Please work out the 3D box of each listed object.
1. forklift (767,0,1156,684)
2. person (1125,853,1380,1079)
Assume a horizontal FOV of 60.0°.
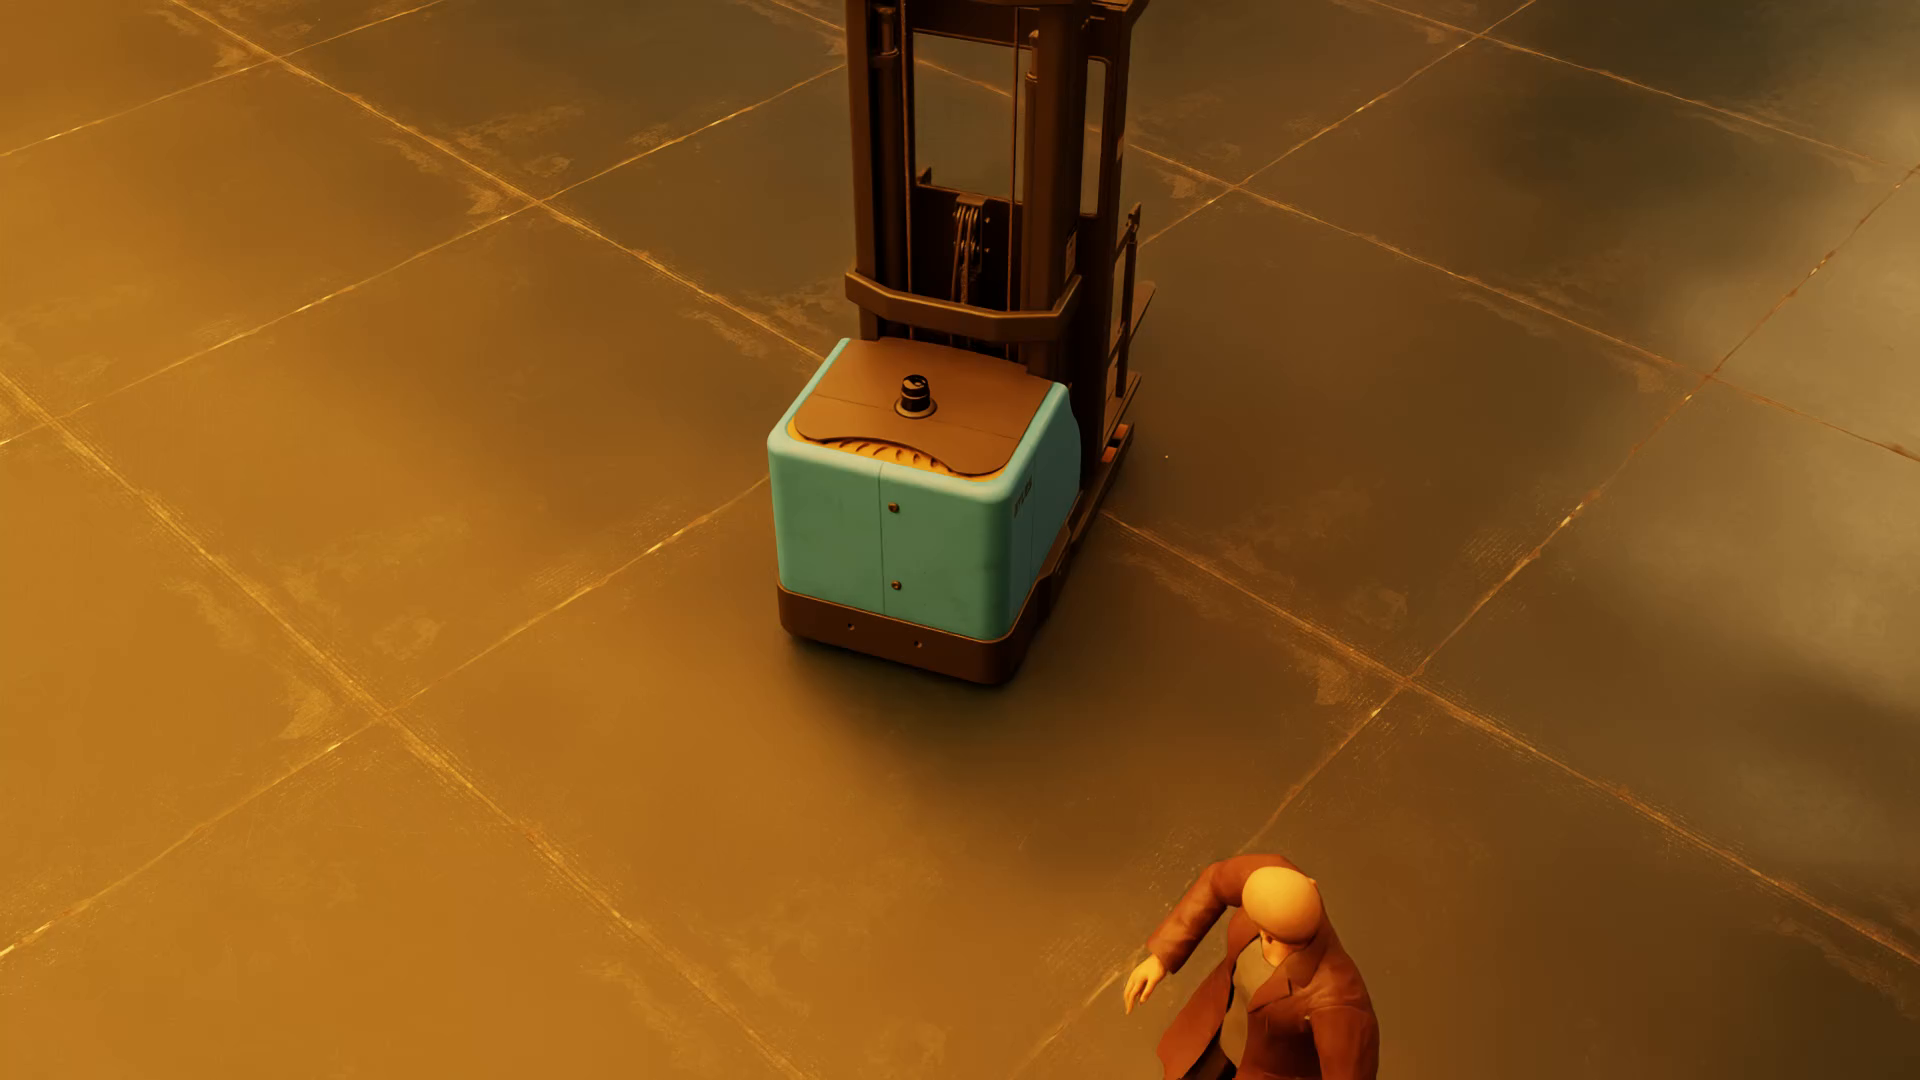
[{"bbox_3d":[0.211,-1.484,7.158,1.130,2.935,3.031,14,42,15],"label":"forklift"},{"bbox_3d":[0.790,1.488,4.653,0.576,1.729,0.830,-20,45,-22],"label":"person"}]
